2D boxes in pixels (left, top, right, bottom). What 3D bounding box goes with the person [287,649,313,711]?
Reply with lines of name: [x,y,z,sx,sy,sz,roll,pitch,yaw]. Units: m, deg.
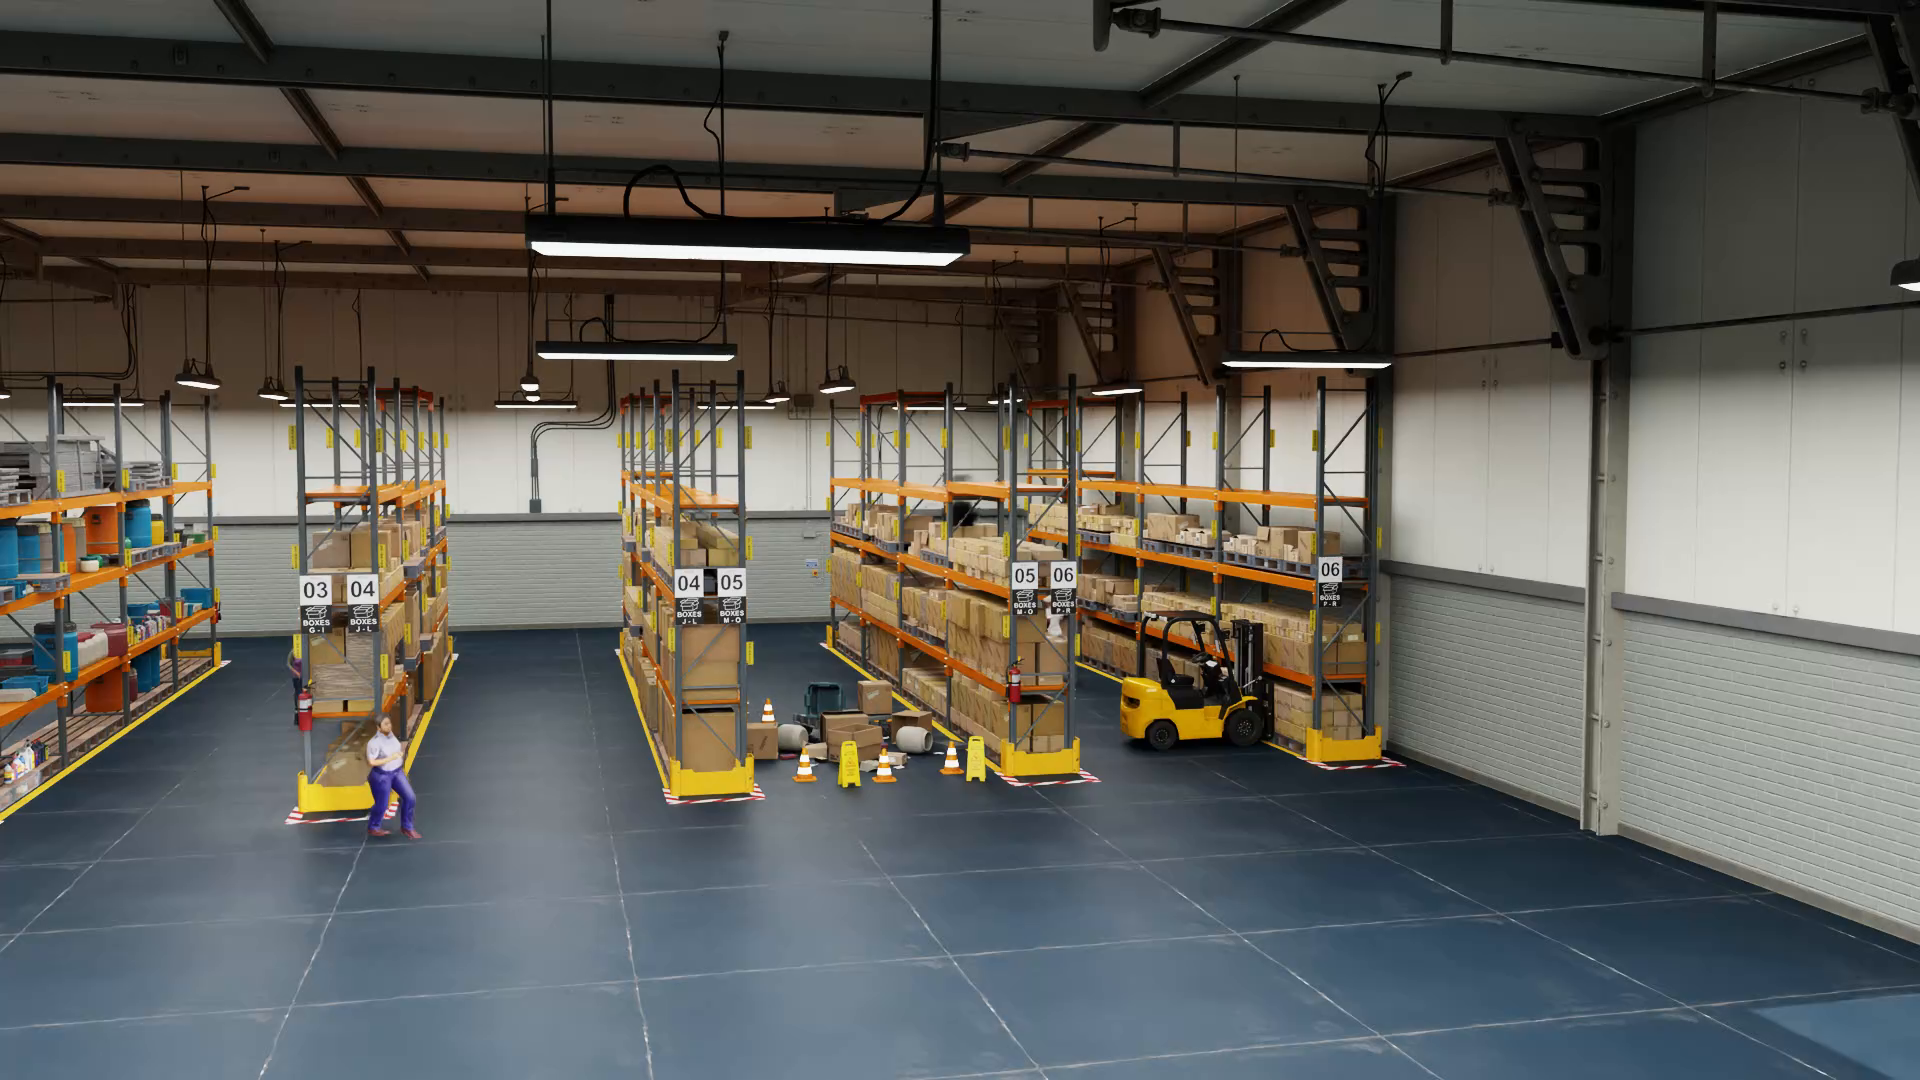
person: [-11.879,2.469,30.028,0.518,1.495,0.707,-2,4,-26]

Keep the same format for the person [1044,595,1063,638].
person: [2.012,2.035,35.103,0.665,1.733,0.841,-2,4,-35]

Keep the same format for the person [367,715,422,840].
person: [-7.160,2.976,20.679,0.713,1.645,0.702,2,4,24]
